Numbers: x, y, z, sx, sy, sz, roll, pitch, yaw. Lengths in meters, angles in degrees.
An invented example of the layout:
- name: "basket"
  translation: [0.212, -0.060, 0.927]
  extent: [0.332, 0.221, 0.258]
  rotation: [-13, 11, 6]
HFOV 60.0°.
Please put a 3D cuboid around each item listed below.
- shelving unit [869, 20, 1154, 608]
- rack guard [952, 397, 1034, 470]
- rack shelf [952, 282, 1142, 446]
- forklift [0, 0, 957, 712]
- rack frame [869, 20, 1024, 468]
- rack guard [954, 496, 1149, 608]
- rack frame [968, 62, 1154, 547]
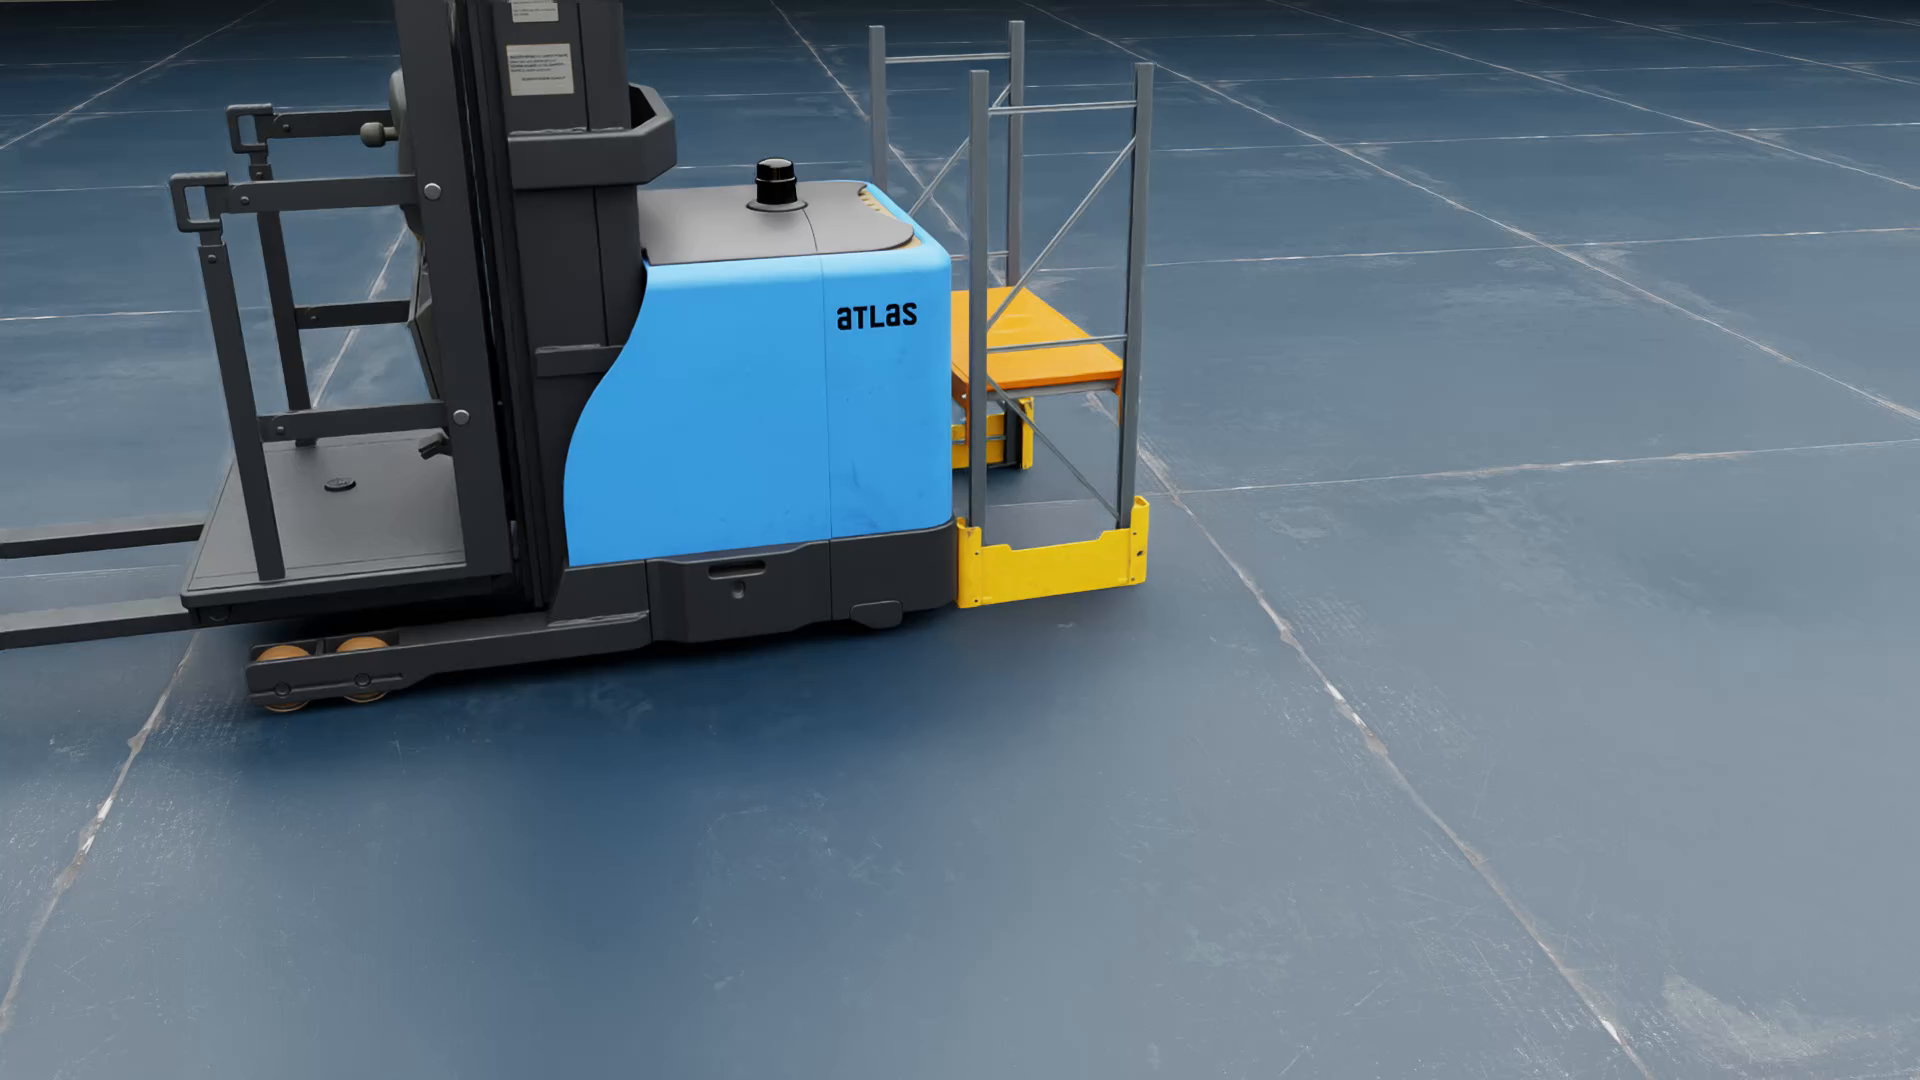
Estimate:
- name: "shelving unit"
  translation: [0.117, -0.730, 5.048]
  extent: [0.587, 1.500, 1.083]
  rotation: [-7, 25, -16]
- name: "rack guard"
  translation: [-0.033, -0.347, 5.733]
  extent: [0.587, 0.250, 0.087]
  rotation: [-7, 25, -16]
- name: "rack shelf"
  translation: [0.114, -0.569, 5.127]
  extent: [0.538, 0.185, 1.000]
  rotation: [-7, 25, -16]
- name: "forklift"
  translation: [-1.584, -1.138, 4.194]
  extent: [3.031, 2.935, 1.130]
  rotation: [-6, 24, -14]
- name: "rack frame"
  translation: [-0.039, -0.927, 5.500]
  extent: [0.500, 1.500, 0.032]
  rotation: [-7, 25, -16]
- name: "rack guard"
  translation: [0.267, 0.033, 4.862]
  extent: [0.587, 0.250, 0.087]
  rotation: [-7, 25, -16]
- name: "rack frame"
  translation: [0.267, -0.539, 4.611]
  extent: [0.500, 1.500, 0.032]
  rotation: [-7, 25, -16]
